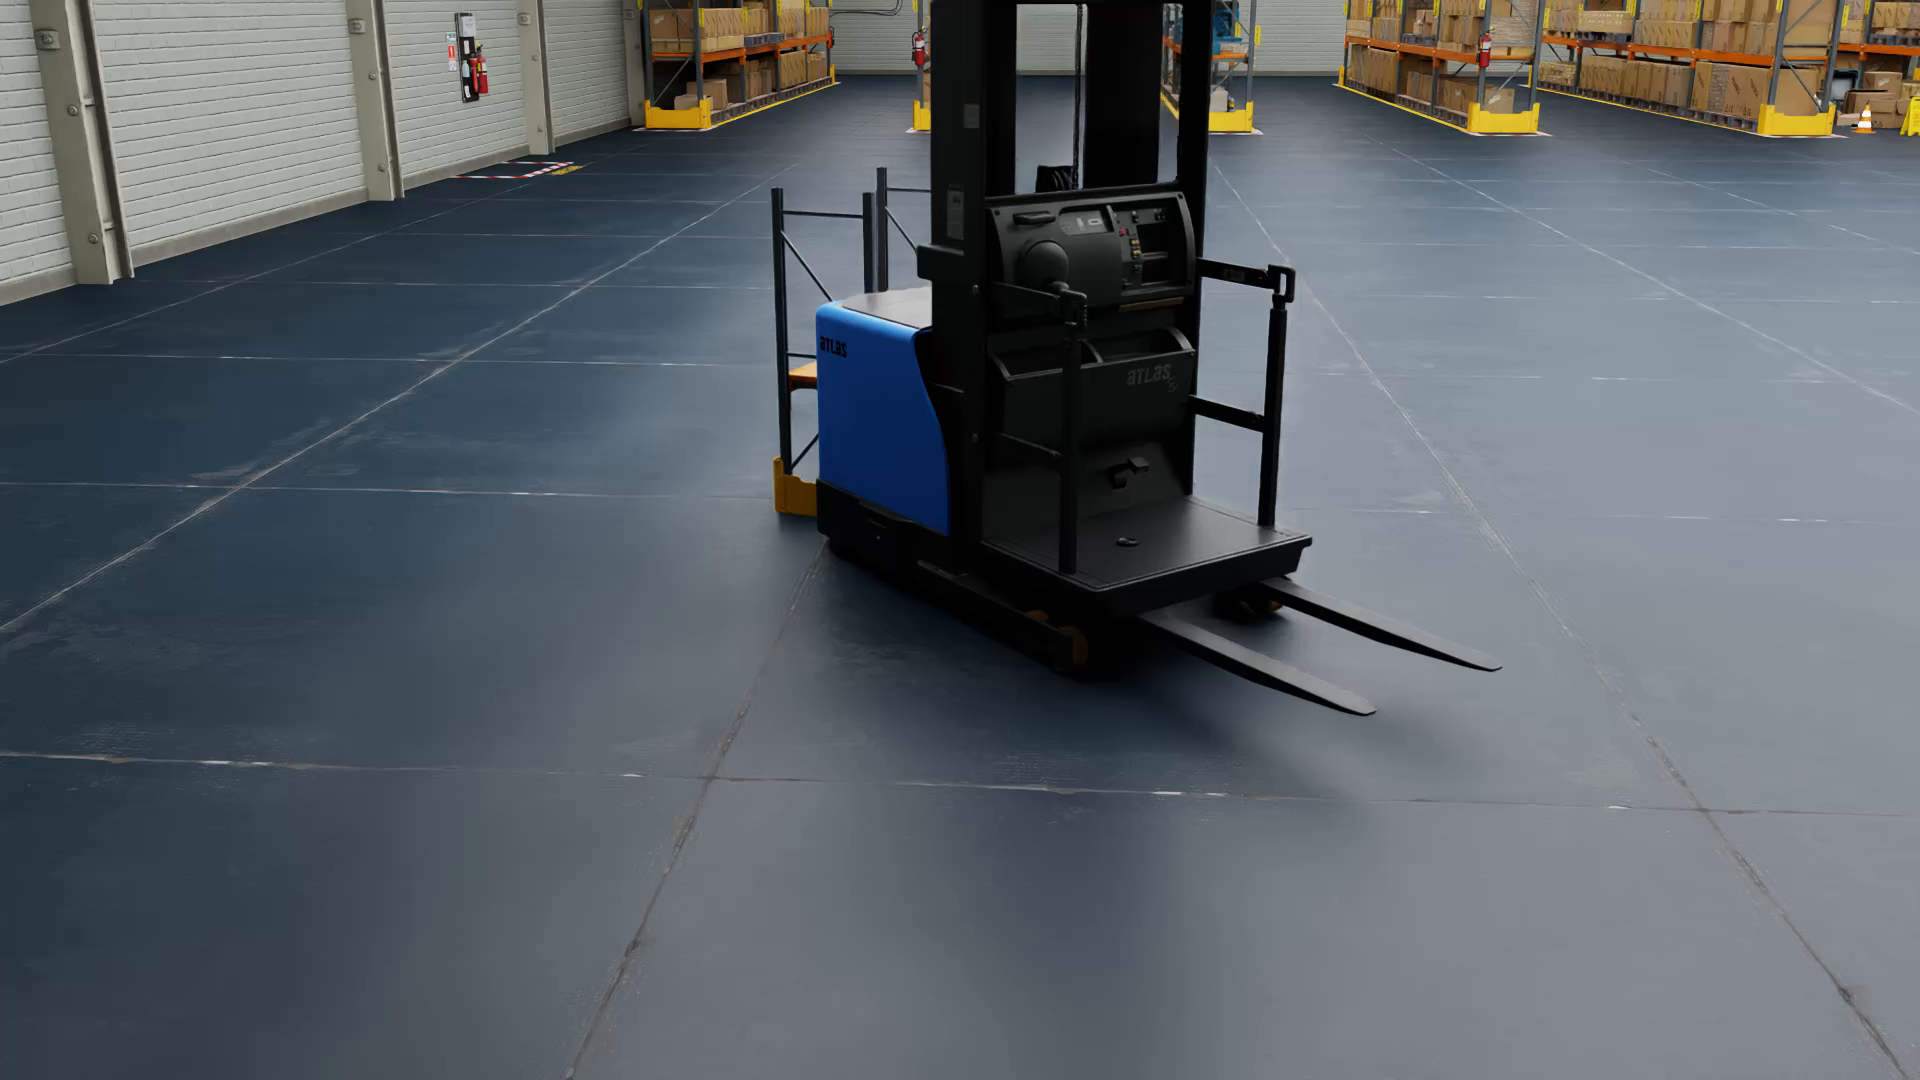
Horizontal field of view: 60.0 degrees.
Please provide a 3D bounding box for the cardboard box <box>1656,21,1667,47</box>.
[{"bbox_3d":[14.735,-10.451,34.341,0.500,0.500,0.500,1,18,3],"label":"cardboard box"}]

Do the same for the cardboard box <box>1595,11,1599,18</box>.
[{"bbox_3d":[14.853,-12.098,38.300,0.380,0.149,0.250,2,18,6],"label":"cardboard box"}]

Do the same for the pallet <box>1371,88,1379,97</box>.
[{"bbox_3d":[10.511,-10.824,40.118,1.003,0.211,1.213,1,18,4],"label":"pallet"}]

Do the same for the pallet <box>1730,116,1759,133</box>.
[{"bbox_3d":[14.550,-7.447,29.810,1.003,0.211,1.213,1,18,4],"label":"pallet"}]

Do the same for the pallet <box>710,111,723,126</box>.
[{"bbox_3d":[-5.092,-7.946,31.333,1.003,0.211,1.213,1,18,4],"label":"pallet"}]

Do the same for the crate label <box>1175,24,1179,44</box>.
[{"bbox_3d":[4.923,-10.973,36.038,0.502,0.435,0.616,1,18,4],"label":"crate label"}]

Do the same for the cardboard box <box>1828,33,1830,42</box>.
[{"bbox_3d":[19.948,-11.493,37.921,0.500,0.250,0.500,1,18,3],"label":"cardboard box"}]

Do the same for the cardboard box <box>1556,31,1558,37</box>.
[{"bbox_3d":[15.307,-12.793,42.051,0.380,0.149,0.250,2,18,6],"label":"cardboard box"}]

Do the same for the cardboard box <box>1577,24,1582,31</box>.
[{"bbox_3d":[14.944,-12.217,39.619,0.380,0.149,0.250,0,18,1],"label":"cardboard box"}]

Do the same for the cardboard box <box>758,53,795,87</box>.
[{"bbox_3d":[-4.365,-11.156,39.429,0.750,0.750,0.750,1,18,4],"label":"cardboard box"}]

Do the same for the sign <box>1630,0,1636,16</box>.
[{"bbox_3d":[14.603,-11.528,36.056,0.100,0.325,0.005,1,18,4],"label":"sign"}]

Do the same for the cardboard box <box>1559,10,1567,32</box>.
[{"bbox_3d":[15.259,-12.910,41.366,0.500,0.500,0.500,1,18,4],"label":"cardboard box"}]

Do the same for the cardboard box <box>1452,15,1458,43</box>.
[{"bbox_3d":[9.817,-9.645,31.401,0.875,0.500,0.500,1,18,4],"label":"cardboard box"}]

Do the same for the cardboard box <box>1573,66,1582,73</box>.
[{"bbox_3d":[15.197,-11.493,40.628,0.380,0.149,0.250,2,18,5],"label":"cardboard box"}]

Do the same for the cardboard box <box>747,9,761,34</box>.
[{"bbox_3d":[-4.708,-11.203,35.929,0.700,0.500,0.500,1,18,4],"label":"cardboard box"}]

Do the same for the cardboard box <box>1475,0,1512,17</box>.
[{"bbox_3d":[9.424,-9.504,29.367,0.500,0.500,0.500,1,18,4],"label":"cardboard box"}]

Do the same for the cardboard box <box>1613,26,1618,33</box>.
[{"bbox_3d":[14.741,-11.327,36.903,0.380,0.149,0.250,1,18,4],"label":"cardboard box"}]

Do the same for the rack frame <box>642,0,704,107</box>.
[{"bbox_3d":[-5.191,-8.996,30.059,1.000,3.000,0.127,1,18,4],"label":"rack frame"}]

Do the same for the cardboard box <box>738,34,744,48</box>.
[{"bbox_3d":[-4.636,-10.022,33.401,0.500,0.250,0.500,1,18,4],"label":"cardboard box"}]

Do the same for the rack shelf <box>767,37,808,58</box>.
[{"bbox_3d":[-4.474,-11.759,39.649,1.077,0.370,4.000,1,18,4],"label":"rack shelf"}]

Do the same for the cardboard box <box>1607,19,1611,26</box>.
[{"bbox_3d":[14.778,-11.634,37.362,0.380,0.149,0.250,1,18,4],"label":"cardboard box"}]

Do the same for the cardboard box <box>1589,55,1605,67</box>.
[{"bbox_3d":[15.079,-11.228,39.007,0.500,0.250,0.500,2,18,5],"label":"cardboard box"}]

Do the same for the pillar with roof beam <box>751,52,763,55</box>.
[{"bbox_3d":[-0.849,-15.714,40.928,9.100,9.000,0.400,1,18,4],"label":"pillar with roof beam"}]

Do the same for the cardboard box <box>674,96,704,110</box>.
[{"bbox_3d":[-5.051,-8.140,31.059,0.500,0.311,0.500,-1,18,-2],"label":"cardboard box"}]

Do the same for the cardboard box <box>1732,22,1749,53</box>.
[{"bbox_3d":[14.732,-9.217,30.494,0.875,0.550,0.500,1,18,4],"label":"cardboard box"}]

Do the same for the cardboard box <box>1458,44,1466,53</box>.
[{"bbox_3d":[9.448,-9.106,30.799,0.380,0.149,0.250,1,18,4],"label":"cardboard box"}]

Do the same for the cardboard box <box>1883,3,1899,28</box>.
[{"bbox_3d":[19.796,-11.019,34.922,0.500,0.500,0.500,2,18,7],"label":"cardboard box"}]

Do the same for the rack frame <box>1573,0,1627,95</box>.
[{"bbox_3d":[15.431,-12.249,39.987,1.000,3.000,0.127,1,18,4],"label":"rack frame"}]

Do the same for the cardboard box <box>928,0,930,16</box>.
[{"bbox_3d":[-0.200,-9.711,29.999,0.700,0.500,0.500,1,18,4],"label":"cardboard box"}]

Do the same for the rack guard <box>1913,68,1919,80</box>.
[{"bbox_3d":[25.608,-12.091,43.519,1.175,0.500,0.348,1,18,4],"label":"rack guard"}]

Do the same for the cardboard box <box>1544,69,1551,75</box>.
[{"bbox_3d":[15.293,-12.081,42.902,0.380,0.149,0.250,2,18,6],"label":"cardboard box"}]

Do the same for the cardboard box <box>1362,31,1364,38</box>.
[{"bbox_3d":[10.242,-12.613,41.502,0.380,0.149,0.250,2,18,5],"label":"cardboard box"}]

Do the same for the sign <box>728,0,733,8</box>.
[{"bbox_3d":[-5.171,-12.042,37.496,0.100,0.325,0.005,1,18,4],"label":"sign"}]

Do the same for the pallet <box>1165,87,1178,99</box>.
[{"bbox_3d":[5.369,-10.558,39.304,1.003,0.211,1.213,1,18,4],"label":"pallet"}]

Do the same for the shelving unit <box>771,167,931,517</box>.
[{"bbox_3d":[-0.388,-0.966,7.963,0.587,1.500,1.083,8,20,23],"label":"shelving unit"}]

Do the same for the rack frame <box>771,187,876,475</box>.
[{"bbox_3d":[-0.604,-0.820,7.516,0.500,1.500,0.032,8,20,23],"label":"rack frame"}]

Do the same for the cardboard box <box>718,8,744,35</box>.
[{"bbox_3d":[-4.629,-10.379,33.284,0.500,0.500,0.500,1,18,4],"label":"cardboard box"}]

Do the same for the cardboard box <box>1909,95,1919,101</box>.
[{"bbox_3d":[18.368,-8.196,31.629,0.500,0.500,0.500,17,25,41],"label":"cardboard box"}]

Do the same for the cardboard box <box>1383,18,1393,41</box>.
[{"bbox_3d":[10.106,-11.829,38.545,0.500,0.500,0.500,2,18,5],"label":"cardboard box"}]

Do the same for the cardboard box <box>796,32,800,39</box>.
[{"bbox_3d":[-4.091,-12.260,40.391,0.380,0.149,0.250,1,18,4],"label":"cardboard box"}]

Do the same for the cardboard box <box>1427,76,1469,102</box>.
[{"bbox_3d":[10.036,-9.265,34.190,0.700,0.500,0.500,1,18,4],"label":"cardboard box"}]

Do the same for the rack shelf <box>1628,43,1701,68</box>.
[{"bbox_3d":[15.001,-10.043,34.412,1.077,0.370,4.000,1,18,4],"label":"rack shelf"}]

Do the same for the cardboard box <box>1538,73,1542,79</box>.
[{"bbox_3d":[15.361,-12.180,43.682,0.380,0.149,0.250,2,18,5],"label":"cardboard box"}]

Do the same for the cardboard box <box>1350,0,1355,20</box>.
[{"bbox_3d":[10.438,-13.761,43.162,0.500,0.500,0.500,1,18,3],"label":"cardboard box"}]

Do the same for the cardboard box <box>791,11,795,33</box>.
[{"bbox_3d":[-4.214,-12.302,39.480,0.500,0.500,0.500,2,18,5],"label":"cardboard box"}]

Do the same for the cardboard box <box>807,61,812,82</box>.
[{"bbox_3d":[-4.175,-11.964,42.459,0.700,0.500,0.500,2,18,5],"label":"cardboard box"}]

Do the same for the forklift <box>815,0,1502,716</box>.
[{"bbox_3d":[0.631,-1.091,6.046,1.130,2.935,3.031,-12,22,-33],"label":"forklift"}]

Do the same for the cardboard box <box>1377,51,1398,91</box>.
[{"bbox_3d":[10.346,-10.829,38.392,1.225,0.875,0.875,1,18,4],"label":"cardboard box"}]

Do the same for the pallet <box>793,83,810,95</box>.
[{"bbox_3d":[-4.311,-11.156,41.131,1.003,0.211,1.213,1,18,4],"label":"pallet"}]

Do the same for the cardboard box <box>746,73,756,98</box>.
[{"bbox_3d":[-4.804,-9.807,35.844,0.700,0.500,0.500,1,18,5],"label":"cardboard box"}]

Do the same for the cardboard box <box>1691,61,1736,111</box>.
[{"bbox_3d":[14.743,-8.760,32.078,0.875,0.875,0.875,2,18,5],"label":"cardboard box"}]
